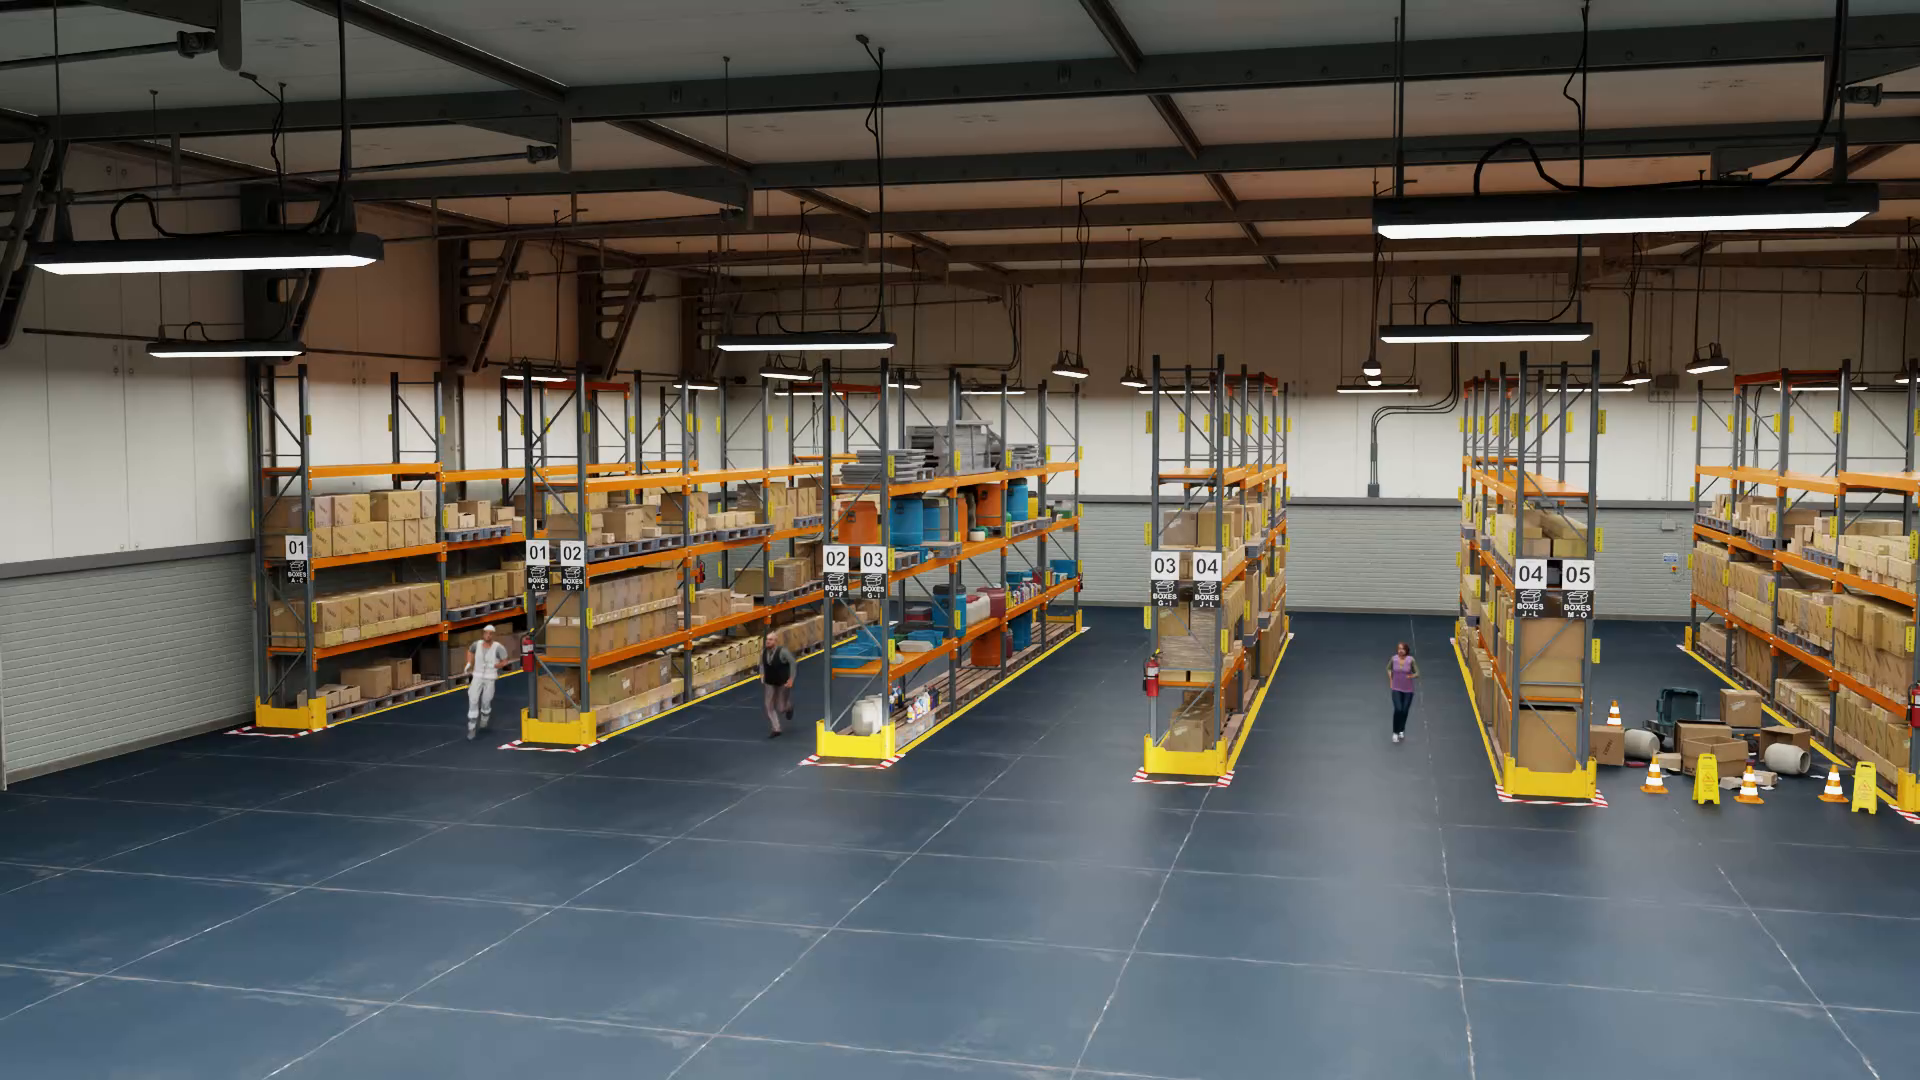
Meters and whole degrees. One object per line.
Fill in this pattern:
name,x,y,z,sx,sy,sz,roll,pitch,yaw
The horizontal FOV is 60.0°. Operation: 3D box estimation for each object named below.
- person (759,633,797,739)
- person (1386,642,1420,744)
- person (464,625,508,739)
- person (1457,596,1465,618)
person,-2.930,2.334,26.884,0.677,1.695,0.767,1,4,21
person,6.978,2.409,26.210,0.507,1.625,0.684,1,4,14
person,-7.677,2.274,26.945,0.700,1.827,0.898,-1,4,-7
person,12.010,1.496,39.324,0.593,1.559,0.511,-2,4,-23
